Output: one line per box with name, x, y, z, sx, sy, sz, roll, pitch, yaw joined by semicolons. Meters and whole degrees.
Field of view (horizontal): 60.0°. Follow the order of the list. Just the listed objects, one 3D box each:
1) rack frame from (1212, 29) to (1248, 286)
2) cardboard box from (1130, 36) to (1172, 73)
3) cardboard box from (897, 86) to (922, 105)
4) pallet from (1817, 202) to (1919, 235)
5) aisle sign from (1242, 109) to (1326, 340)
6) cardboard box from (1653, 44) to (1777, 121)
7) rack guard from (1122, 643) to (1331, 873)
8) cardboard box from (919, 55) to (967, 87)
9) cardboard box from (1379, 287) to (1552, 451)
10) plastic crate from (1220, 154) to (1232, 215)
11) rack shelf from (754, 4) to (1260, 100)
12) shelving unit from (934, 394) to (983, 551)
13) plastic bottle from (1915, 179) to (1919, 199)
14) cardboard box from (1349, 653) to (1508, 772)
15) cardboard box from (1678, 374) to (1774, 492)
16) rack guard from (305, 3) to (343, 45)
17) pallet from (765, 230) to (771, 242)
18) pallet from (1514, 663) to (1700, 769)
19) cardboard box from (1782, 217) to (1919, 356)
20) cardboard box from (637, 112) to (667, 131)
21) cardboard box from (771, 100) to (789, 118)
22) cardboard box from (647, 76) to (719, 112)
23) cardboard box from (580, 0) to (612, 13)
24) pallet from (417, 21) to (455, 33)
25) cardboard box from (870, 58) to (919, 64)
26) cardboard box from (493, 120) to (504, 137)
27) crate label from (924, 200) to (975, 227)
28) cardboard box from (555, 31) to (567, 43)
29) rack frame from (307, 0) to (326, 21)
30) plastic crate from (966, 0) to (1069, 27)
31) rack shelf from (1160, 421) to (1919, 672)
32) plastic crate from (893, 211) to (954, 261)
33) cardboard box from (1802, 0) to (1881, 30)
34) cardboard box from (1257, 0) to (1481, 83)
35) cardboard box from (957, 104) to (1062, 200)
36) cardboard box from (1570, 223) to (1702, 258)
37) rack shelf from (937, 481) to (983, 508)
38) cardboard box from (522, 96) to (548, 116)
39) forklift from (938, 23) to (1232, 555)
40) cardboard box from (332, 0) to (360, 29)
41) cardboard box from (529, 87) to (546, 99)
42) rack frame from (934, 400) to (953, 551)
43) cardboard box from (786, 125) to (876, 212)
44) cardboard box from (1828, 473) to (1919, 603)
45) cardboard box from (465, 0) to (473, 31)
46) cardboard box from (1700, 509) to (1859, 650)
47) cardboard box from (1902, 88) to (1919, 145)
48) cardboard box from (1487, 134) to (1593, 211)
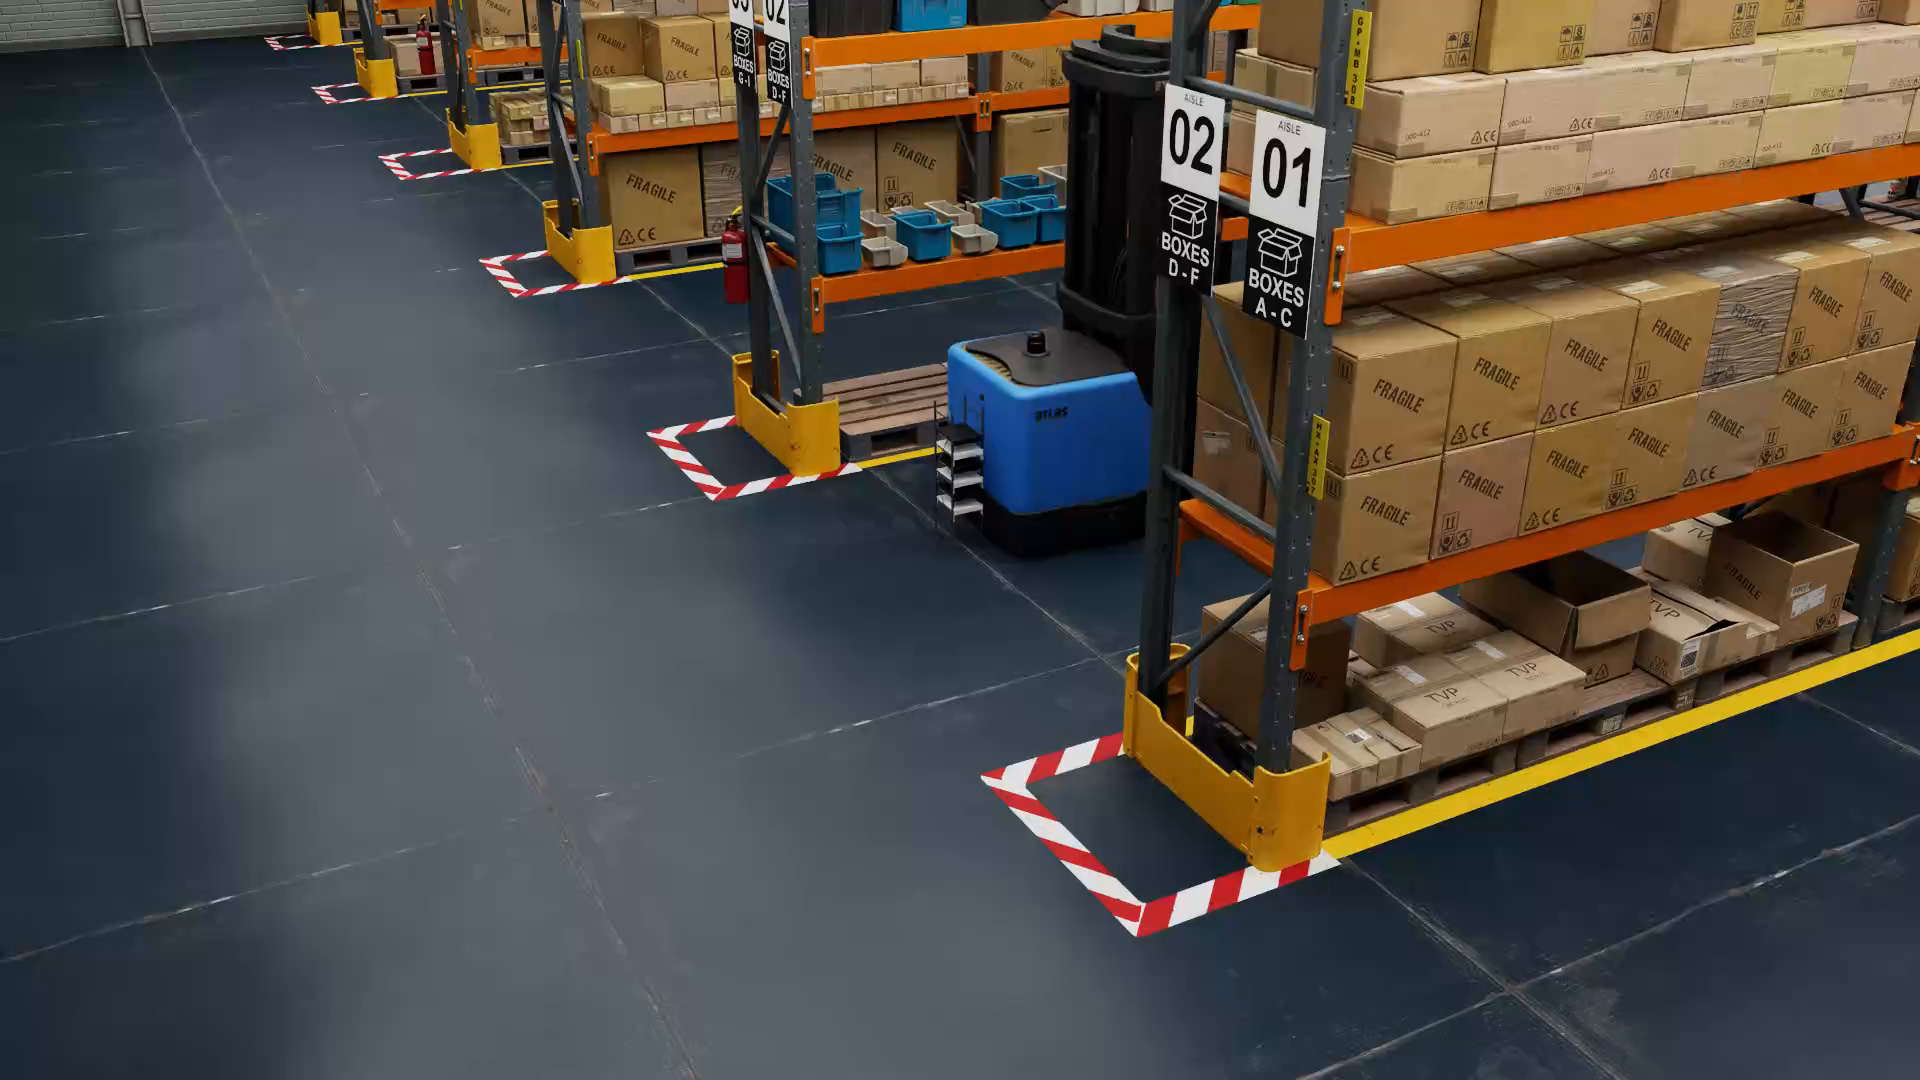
rack frame;2.332;-2.845;12.709;0.127;3.000;1.000;-13;29;-25
cardboard box;1.863;-5.091;17.273;0.500;0.500;0.500;-12;28;-24
cardboard box;-0.567;-4.331;16.096;0.250;0.149;0.380;-14;29;-26
pallet;8.716;-3.042;16.343;1.213;0.211;1.003;-13;29;-25
aisle sign;1.208;-1.183;6.246;0.004;0.787;0.394;-13;29;-25
cardboard box;3.031;-1.957;6.989;0.500;0.250;0.500;-13;29;-25
rack guard;1.197;0.974;7.644;0.348;0.500;1.175;-13;29;-25
cardboard box;-0.265;-4.613;16.221;0.500;0.250;0.500;-14;29;-26
cardboard box;2.103;-0.732;7.039;0.500;0.500;0.500;-13;28;-25
plastic crate;2.080;-2.639;12.231;0.575;0.384;0.392;-13;29;-25
rack shelf;0.567;-3.465;11.368;4.000;0.370;1.077;-13;29;-25
shelving unit;-0.010;-0.403;10.050;0.210;0.900;0.258;-12;28;-24
plastic bottle;9.891;-3.664;16.969;0.185;0.351;0.144;-13;29;-25
cardboard box;2.184;0.799;7.788;0.500;0.250;0.500;-13;29;-25
cardboard box;3.433;-0.587;7.890;0.500;0.500;0.500;-12;28;-24
rack guard;-10.464;-8.490;27.355;0.348;0.500;1.175;-13;29;-25
pallet;-1.785;-3.104;16.471;1.213;0.211;1.003;-13;29;-25
pallet;2.975;0.695;8.560;1.213;0.211;1.003;-13;29;-25
cardboard box;4.335;-1.246;8.109;0.500;0.500;0.500;-13;28;-25
cardboard box;-2.834;-3.807;15.005;0.250;0.149;0.380;-13;29;-26
cardboard box;-1.703;-4.068;15.548;0.250;0.149;0.380;-14;29;-26
cardboard box;-2.522;-4.091;15.135;0.500;0.250;0.500;-13;29;-26
cardboard box;-4.349;-6.215;19.270;0.500;0.500;0.500;-13;28;-24
pallet;-8.685;-8.769;28.271;1.213;0.211;1.003;-13;29;-25
cardboard box;-0.723;-4.845;15.838;0.500;0.500;0.500;-13;28;-25
cardboard box;-5.407;-4.927;19.856;0.250;0.149;0.380;-12;28;-24
crate label;-0.067;-2.293;11.796;0.243;0.136;0.396;-13;29;-25
cardboard box;-4.701;-5.871;19.303;0.250;0.149;0.380;-12;28;-23
rack frame;-10.531;-9.601;26.782;0.127;3.000;1.000;-13;29;-25
plastic crate;0.280;-3.561;10.806;0.767;0.338;0.504;-13;29;-25
rack shelf;2.895;-0.221;8.075;4.000;0.370;1.077;-13;29;-25
plastic crate;-0.244;-2.040;11.158;0.300;0.233;0.416;-13;29;-25
cardboard box;3.740;-2.639;7.545;0.500;0.500;0.700;-13;29;-25
cardboard box;1.575;-2.097;6.415;0.500;0.500;0.700;-13;29;-25
cardboard box;0.556;-4.106;17.306;0.875;0.875;1.225;-13;29;-25
cardboard box;3.202;-1.250;8.117;0.500;0.500;0.500;-14;29;-27
rack shelf;-0.010;-0.292;10.104;0.200;0.077;0.258;-12;28;-24
cardboard box;-4.964;-5.088;19.503;0.250;0.149;0.380;-12;28;-24
forklift;1.419;-1.655;10.311;3.031;2.935;1.130;-12;28;-23
cardboard box;-9.946;-8.754;27.415;0.637;0.503;0.797;-14;29;-27
cardboard box;-5.008;-5.344;20.036;0.250;0.149;0.380;-14;29;-26
rack frame;-0.101;-0.384;10.009;0.006;0.900;0.240;-12;28;-24
cardboard box;-1.413;-3.681;16.420;0.875;0.875;0.875;-13;29;-25
cardboard box;5.201;-0.029;9.225;0.500;0.500;0.500;-14;29;-27
cardboard box;-5.498;-6.205;19.250;0.500;0.500;0.500;-12;28;-24
cardboard box;4.290;0.201;8.746;0.500;0.500;0.500;-13;29;-25
cardboard box;4.355;-2.036;7.733;0.500;0.250;0.500;-13;29;-25
cardboard box;2.150;-1.527;6.672;0.500;0.250;0.500;-13;29;-25
